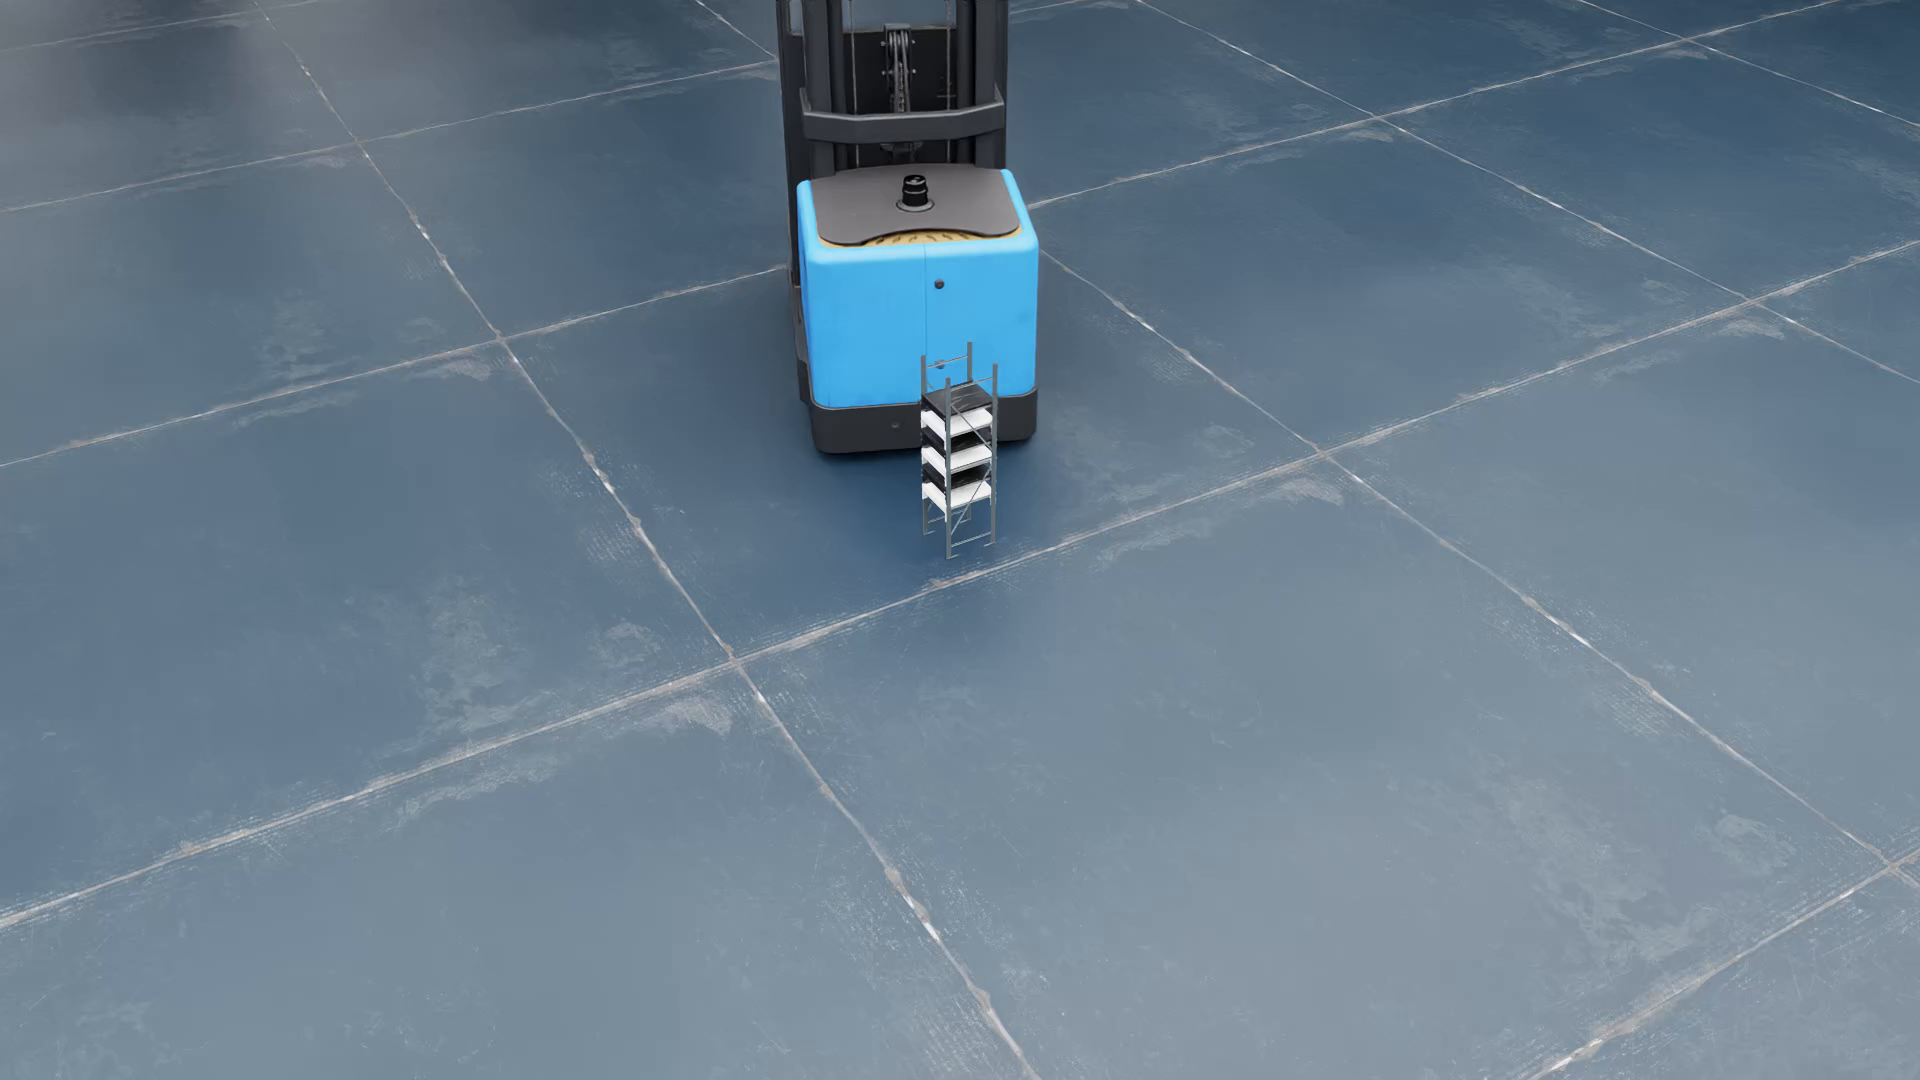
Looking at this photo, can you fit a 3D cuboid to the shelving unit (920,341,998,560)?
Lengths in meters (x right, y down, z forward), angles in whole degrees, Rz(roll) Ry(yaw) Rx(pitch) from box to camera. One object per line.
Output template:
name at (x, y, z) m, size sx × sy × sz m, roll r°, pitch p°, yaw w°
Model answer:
shelving unit at (-0.004, -0.368, 6.990) m, size 0.258 × 0.900 × 0.210 m, roll -19°, pitch 40°, yaw -24°

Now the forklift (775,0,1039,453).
forklift at (-0.350, -2.443, 8.110) m, size 1.130 × 2.935 × 3.031 m, roll -5°, pitch 36°, yaw -6°

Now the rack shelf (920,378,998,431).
rack shelf at (-0.004, -0.559, 6.851) m, size 0.258 × 0.077 × 0.200 m, roll -19°, pitch 40°, yaw -24°

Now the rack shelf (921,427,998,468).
rack shelf at (-0.004, -0.413, 6.957) m, size 0.258 × 0.077 × 0.200 m, roll -19°, pitch 40°, yaw -24°

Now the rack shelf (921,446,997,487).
rack shelf at (-0.004, -0.341, 7.010) m, size 0.258 × 0.077 × 0.200 m, roll -19°, pitch 40°, yaw -24°

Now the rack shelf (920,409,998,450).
rack shelf at (-0.004, -0.486, 6.904) m, size 0.258 × 0.077 × 0.200 m, roll -19°, pitch 40°, yaw -24°

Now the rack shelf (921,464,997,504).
rack shelf at (-0.004, -0.268, 7.063) m, size 0.258 × 0.077 × 0.200 m, roll -19°, pitch 40°, yaw -24°

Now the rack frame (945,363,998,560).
rack frame at (0.047, -0.316, 6.919) m, size 0.240 × 0.900 × 0.006 m, roll -19°, pitch 40°, yaw -24°

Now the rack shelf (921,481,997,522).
rack shelf at (-0.004, -0.195, 7.116) m, size 0.258 × 0.077 × 0.200 m, roll -19°, pitch 40°, yaw -24°

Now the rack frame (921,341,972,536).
rack frame at (-0.055, -0.419, 7.061) m, size 0.240 × 0.900 × 0.006 m, roll -19°, pitch 40°, yaw -24°
